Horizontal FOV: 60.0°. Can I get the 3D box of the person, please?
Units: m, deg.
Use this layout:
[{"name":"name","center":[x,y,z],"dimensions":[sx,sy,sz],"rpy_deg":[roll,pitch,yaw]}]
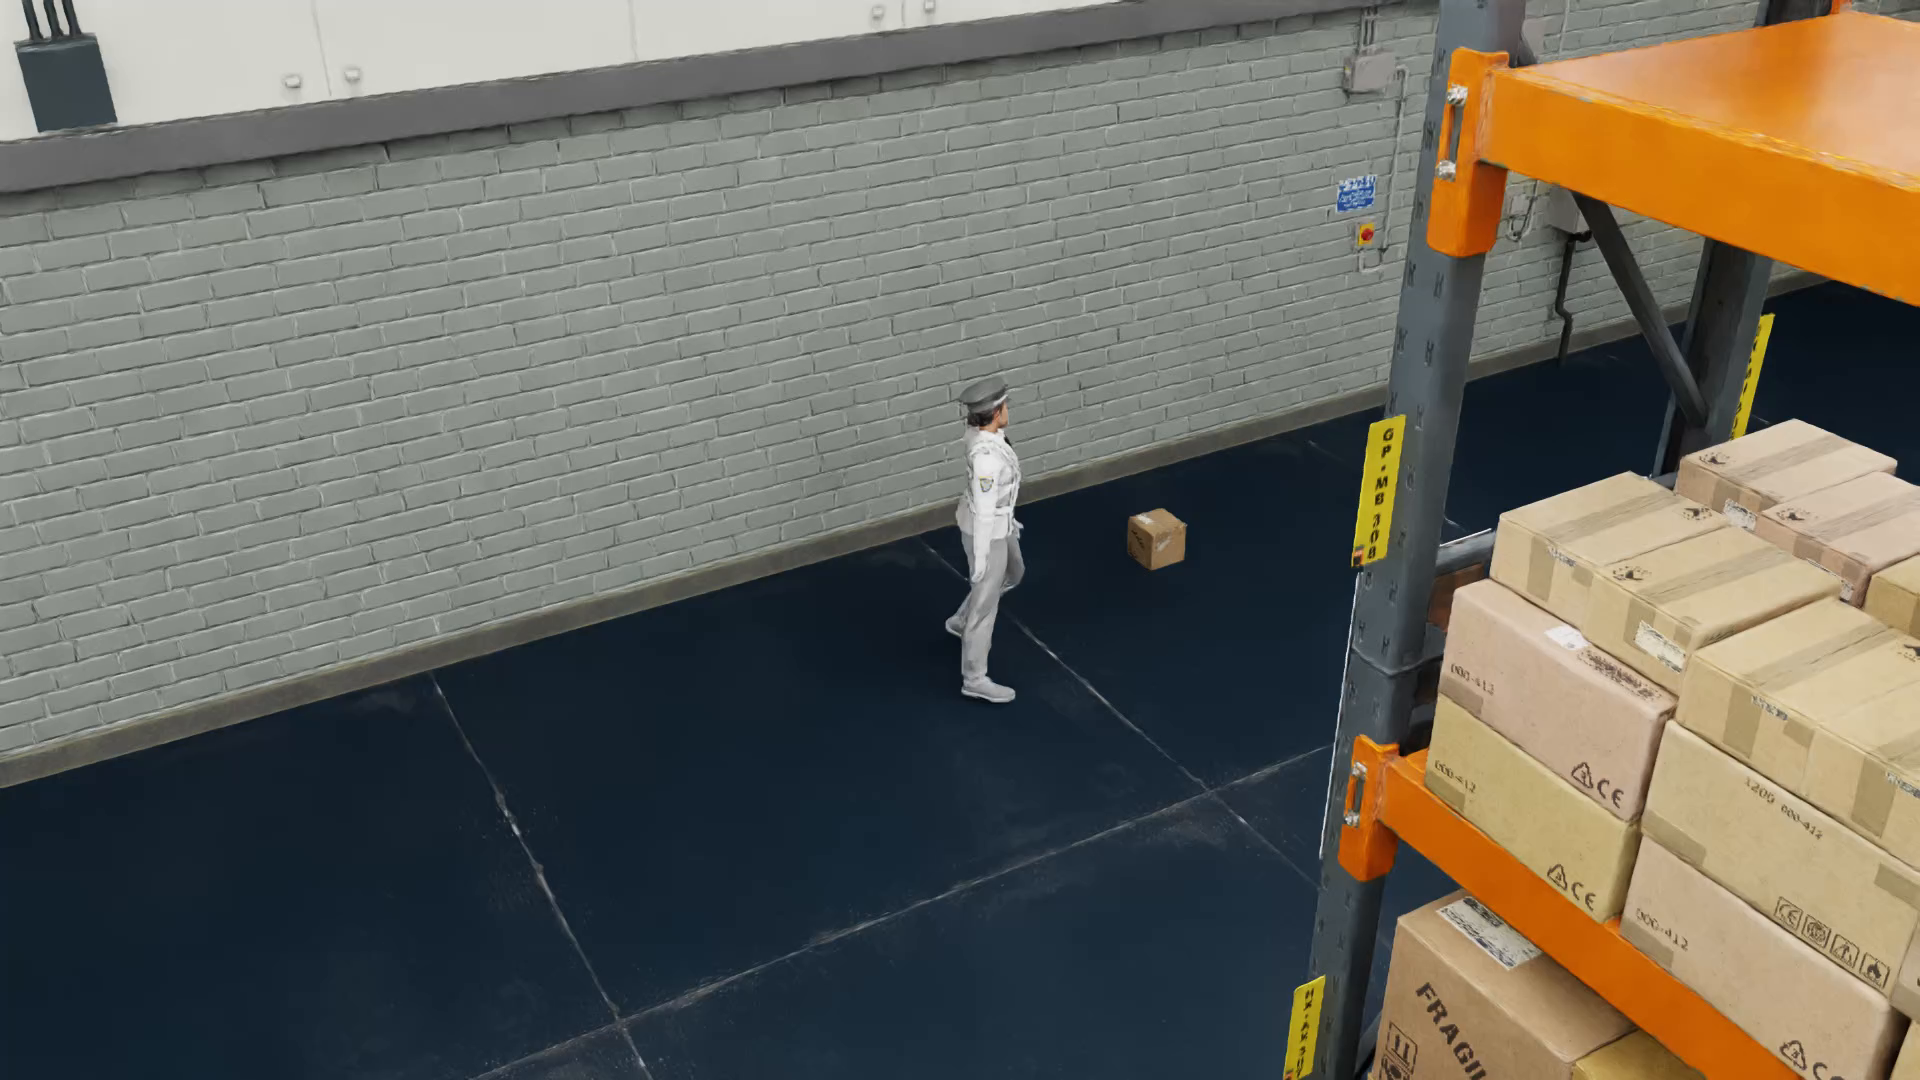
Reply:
[{"name":"person","center":[0.161,-0.009,8.549],"dimensions":[0.437,1.664,0.606],"rpy_deg":[-4,29,-7]}]
